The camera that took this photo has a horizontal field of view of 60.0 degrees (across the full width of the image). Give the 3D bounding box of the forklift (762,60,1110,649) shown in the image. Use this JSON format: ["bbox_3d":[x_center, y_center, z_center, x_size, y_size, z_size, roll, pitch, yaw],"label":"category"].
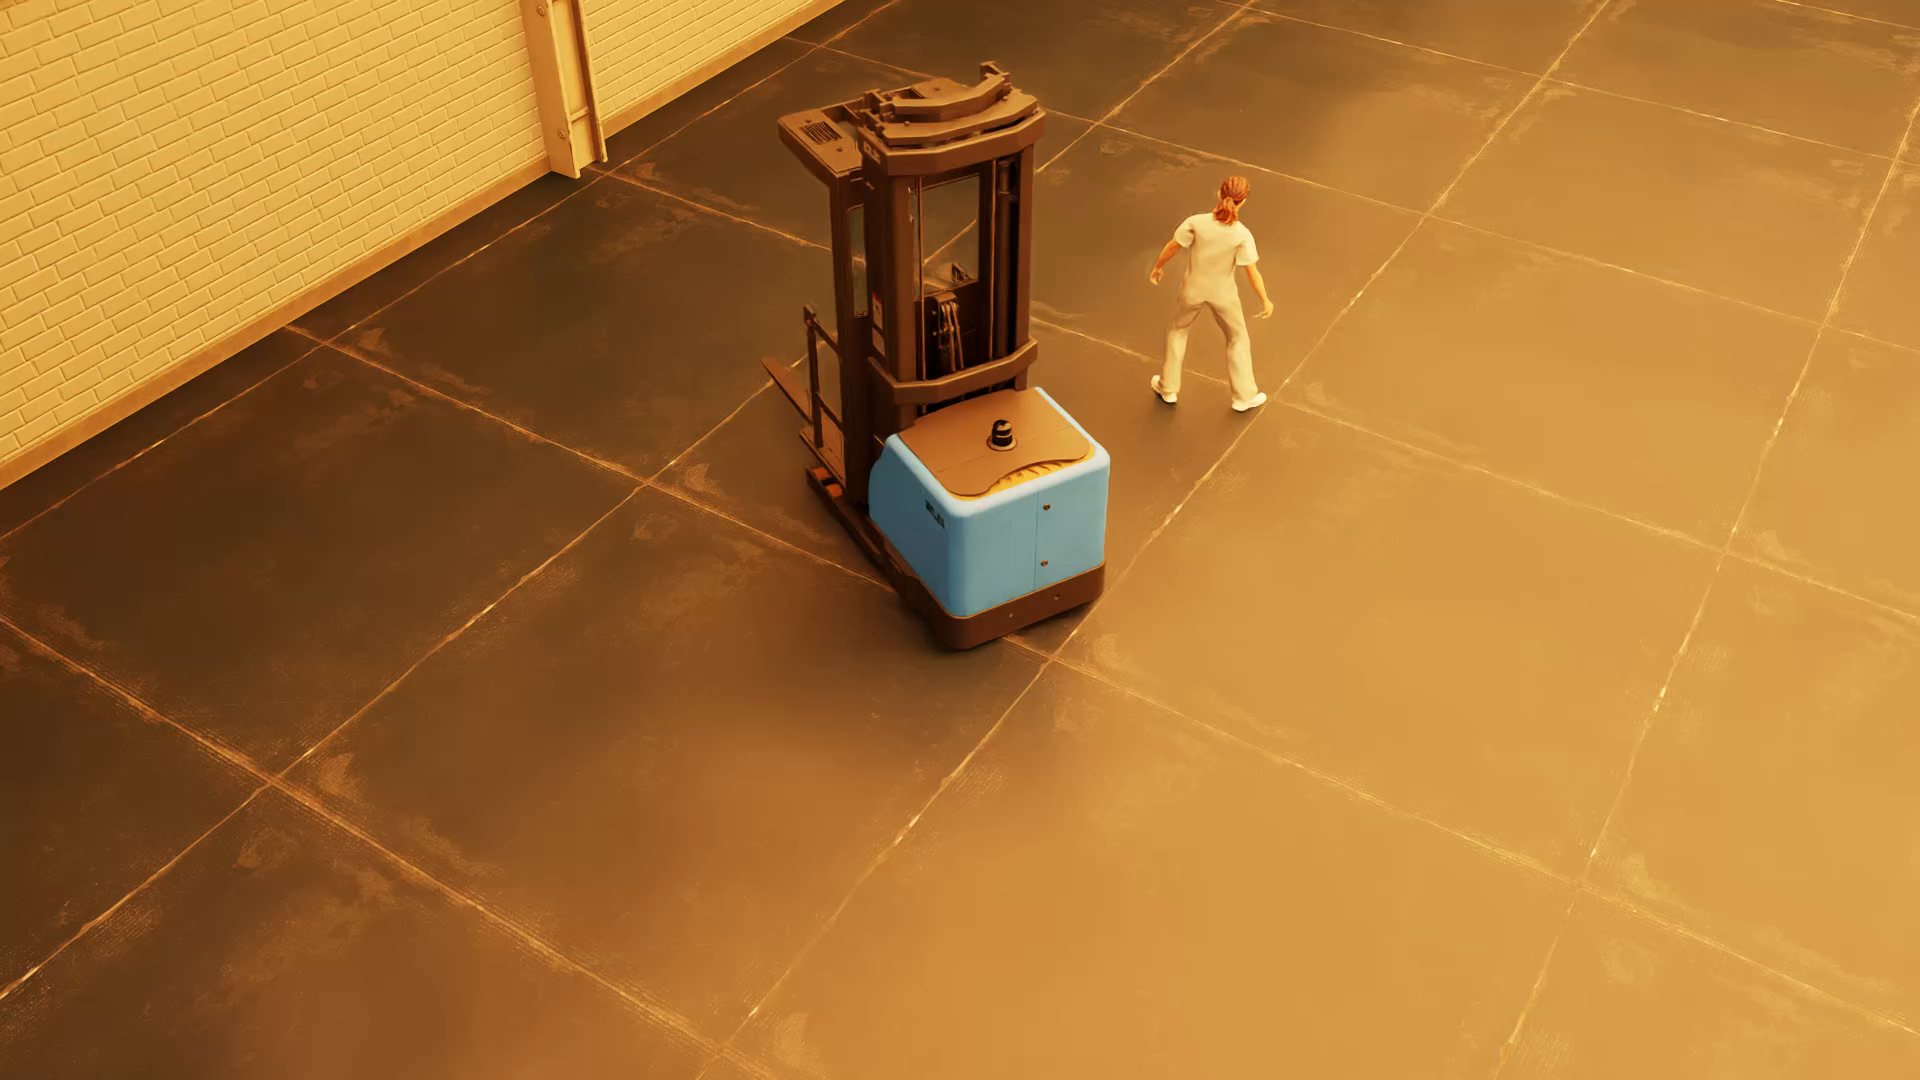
[{"bbox_3d":[-0.319,-1.440,9.666,1.130,2.935,3.031,-20,44,-22],"label":"forklift"}]

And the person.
[{"bbox_3d":[1.667,-1.617,10.913,0.864,1.638,0.385,9,41,11],"label":"person"}]
